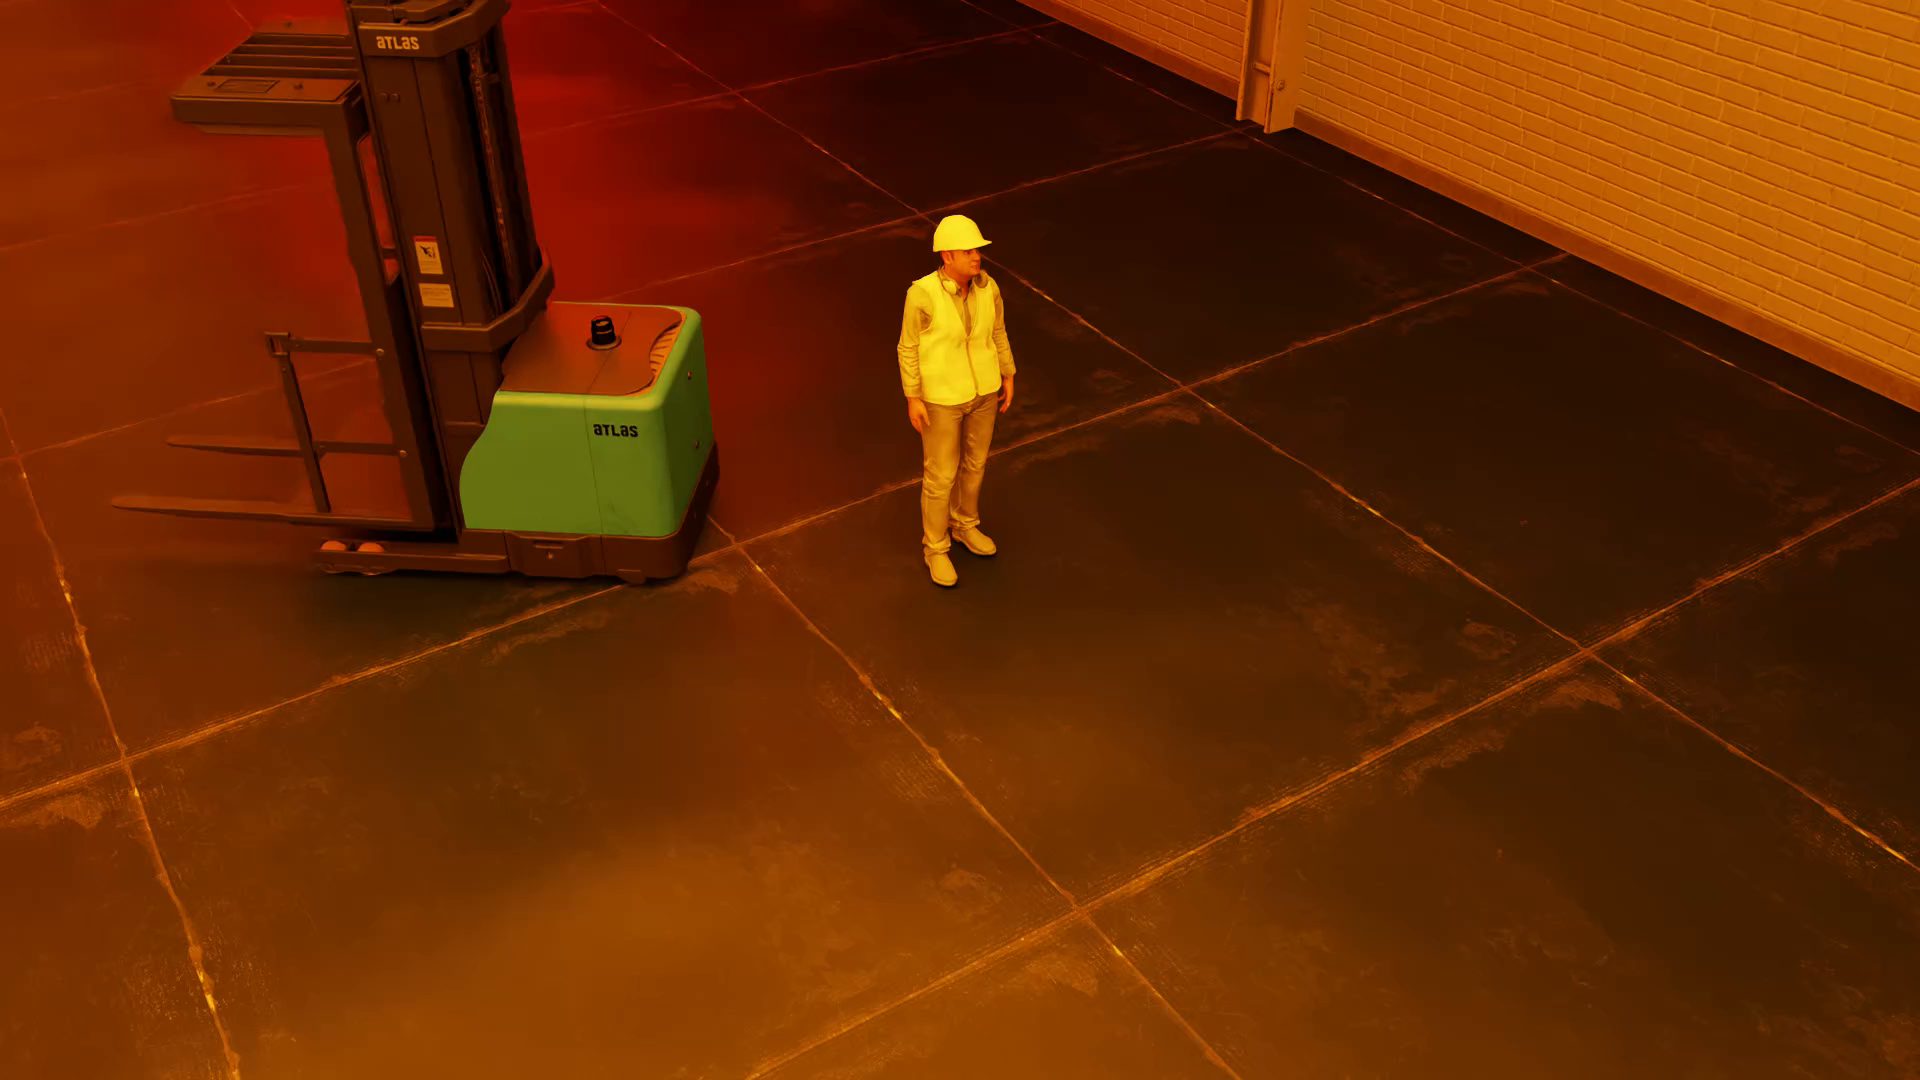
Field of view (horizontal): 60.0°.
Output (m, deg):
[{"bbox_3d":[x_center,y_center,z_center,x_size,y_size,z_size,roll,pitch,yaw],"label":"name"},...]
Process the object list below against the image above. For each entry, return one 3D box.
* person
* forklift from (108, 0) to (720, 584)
[{"bbox_3d":[0.028,-0.700,8.136,0.634,1.775,0.566,-21,40,-27],"label":"person"},{"bbox_3d":[-2.856,-1.318,8.023,3.031,2.935,1.130,3,35,4],"label":"forklift"}]
